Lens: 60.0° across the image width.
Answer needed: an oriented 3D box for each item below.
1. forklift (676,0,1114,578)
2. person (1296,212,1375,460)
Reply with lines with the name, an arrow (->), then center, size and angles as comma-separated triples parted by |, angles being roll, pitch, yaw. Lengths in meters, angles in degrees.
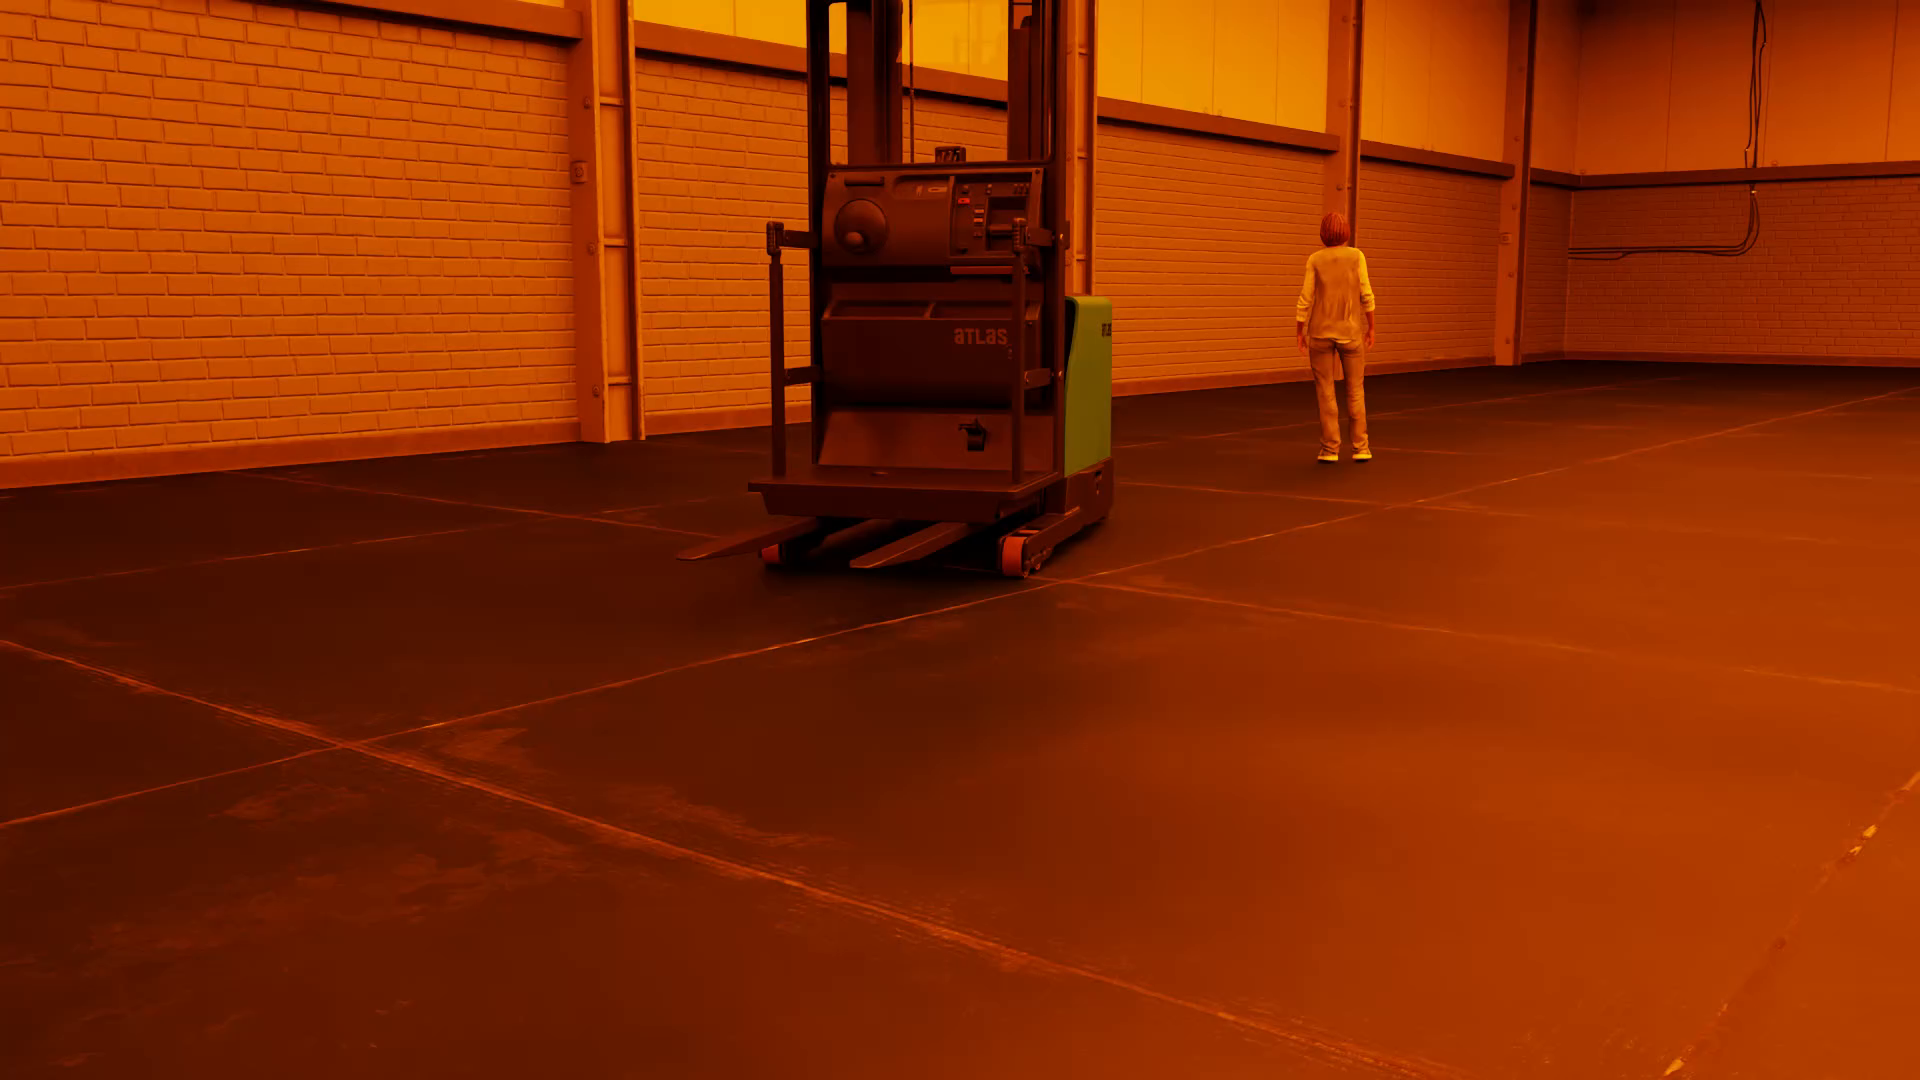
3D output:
forklift -> -0.176, -1.366, 6.616 | 1.130, 2.935, 3.031 | 3, 9, 17
person -> 2.440, -1.309, 10.784 | 0.520, 1.600, 0.472 | 1, 8, 10
